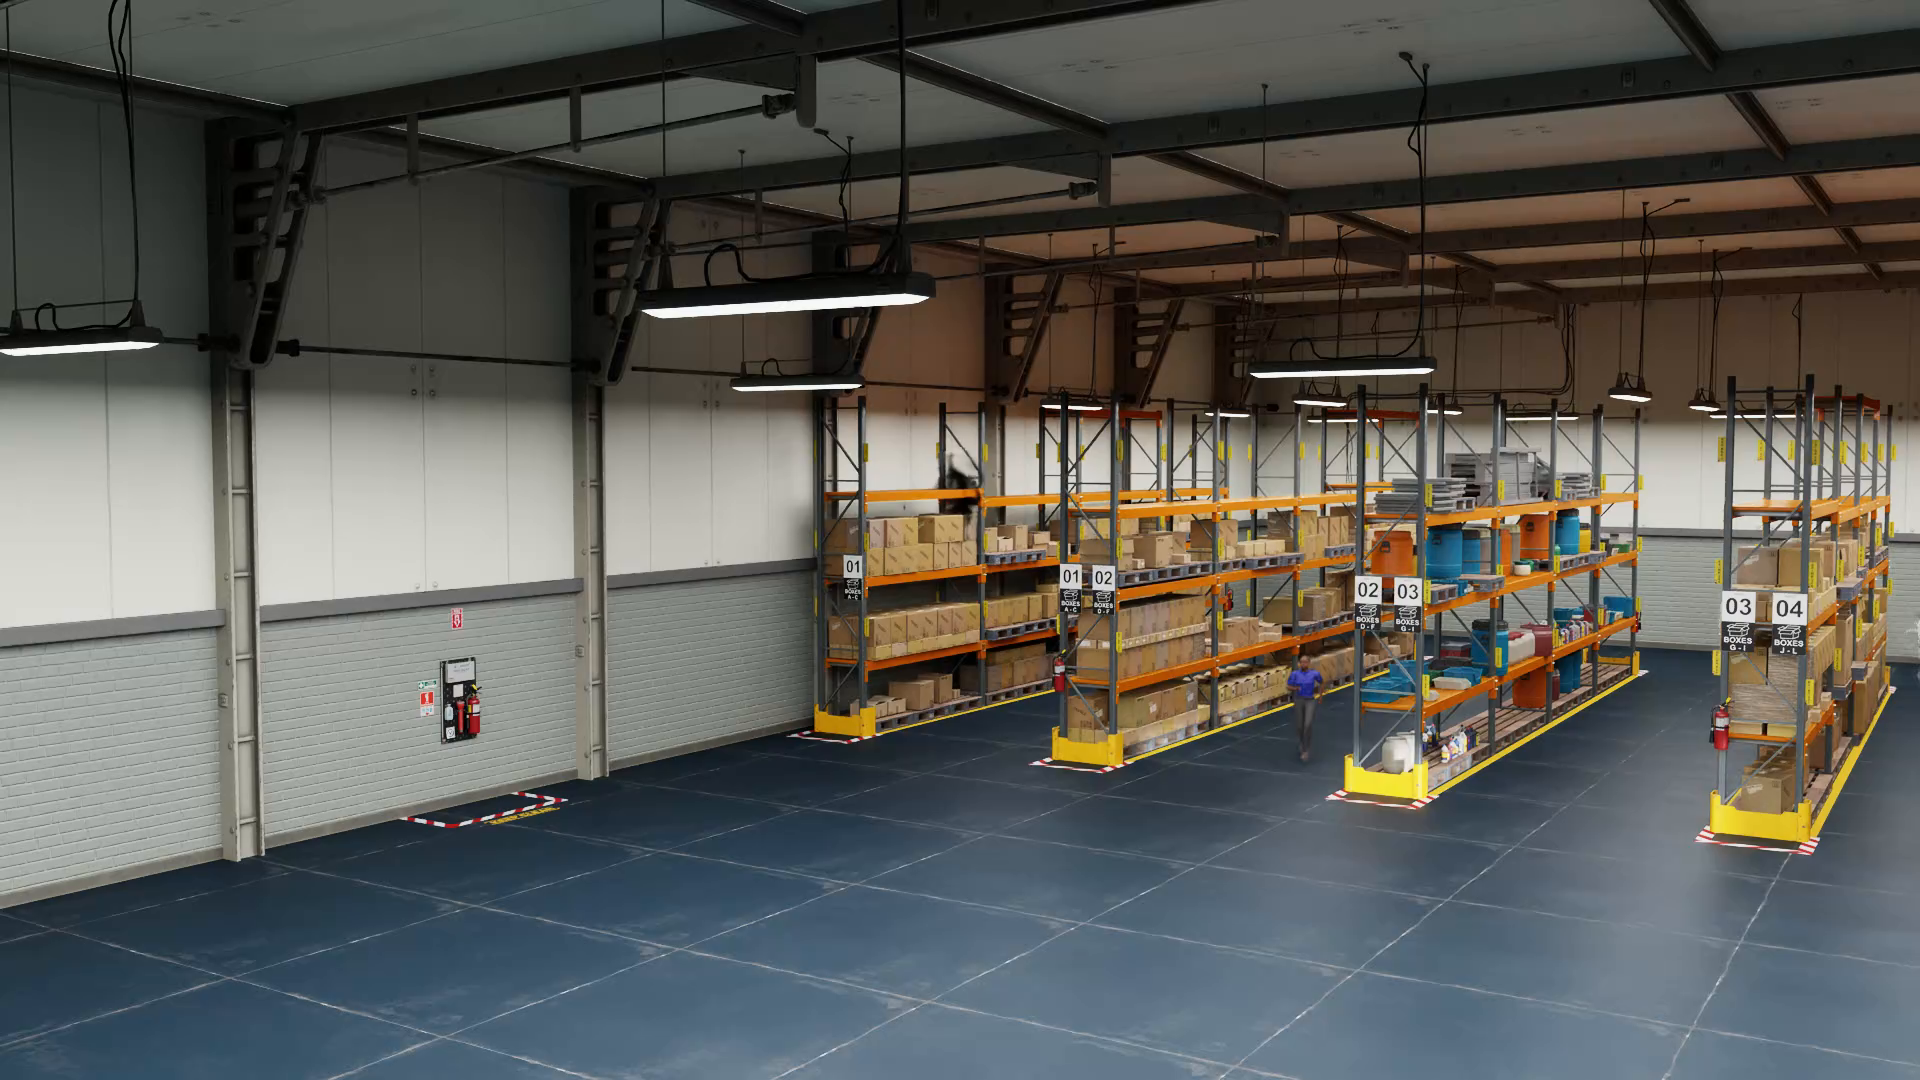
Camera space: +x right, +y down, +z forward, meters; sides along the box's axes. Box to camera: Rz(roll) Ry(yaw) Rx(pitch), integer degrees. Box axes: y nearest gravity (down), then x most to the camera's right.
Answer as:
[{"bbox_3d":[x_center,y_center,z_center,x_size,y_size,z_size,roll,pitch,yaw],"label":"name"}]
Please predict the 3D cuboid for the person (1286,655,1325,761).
[{"bbox_3d":[5.661,2.722,27.323,0.595,1.685,0.870,1,3,20],"label":"person"}]
